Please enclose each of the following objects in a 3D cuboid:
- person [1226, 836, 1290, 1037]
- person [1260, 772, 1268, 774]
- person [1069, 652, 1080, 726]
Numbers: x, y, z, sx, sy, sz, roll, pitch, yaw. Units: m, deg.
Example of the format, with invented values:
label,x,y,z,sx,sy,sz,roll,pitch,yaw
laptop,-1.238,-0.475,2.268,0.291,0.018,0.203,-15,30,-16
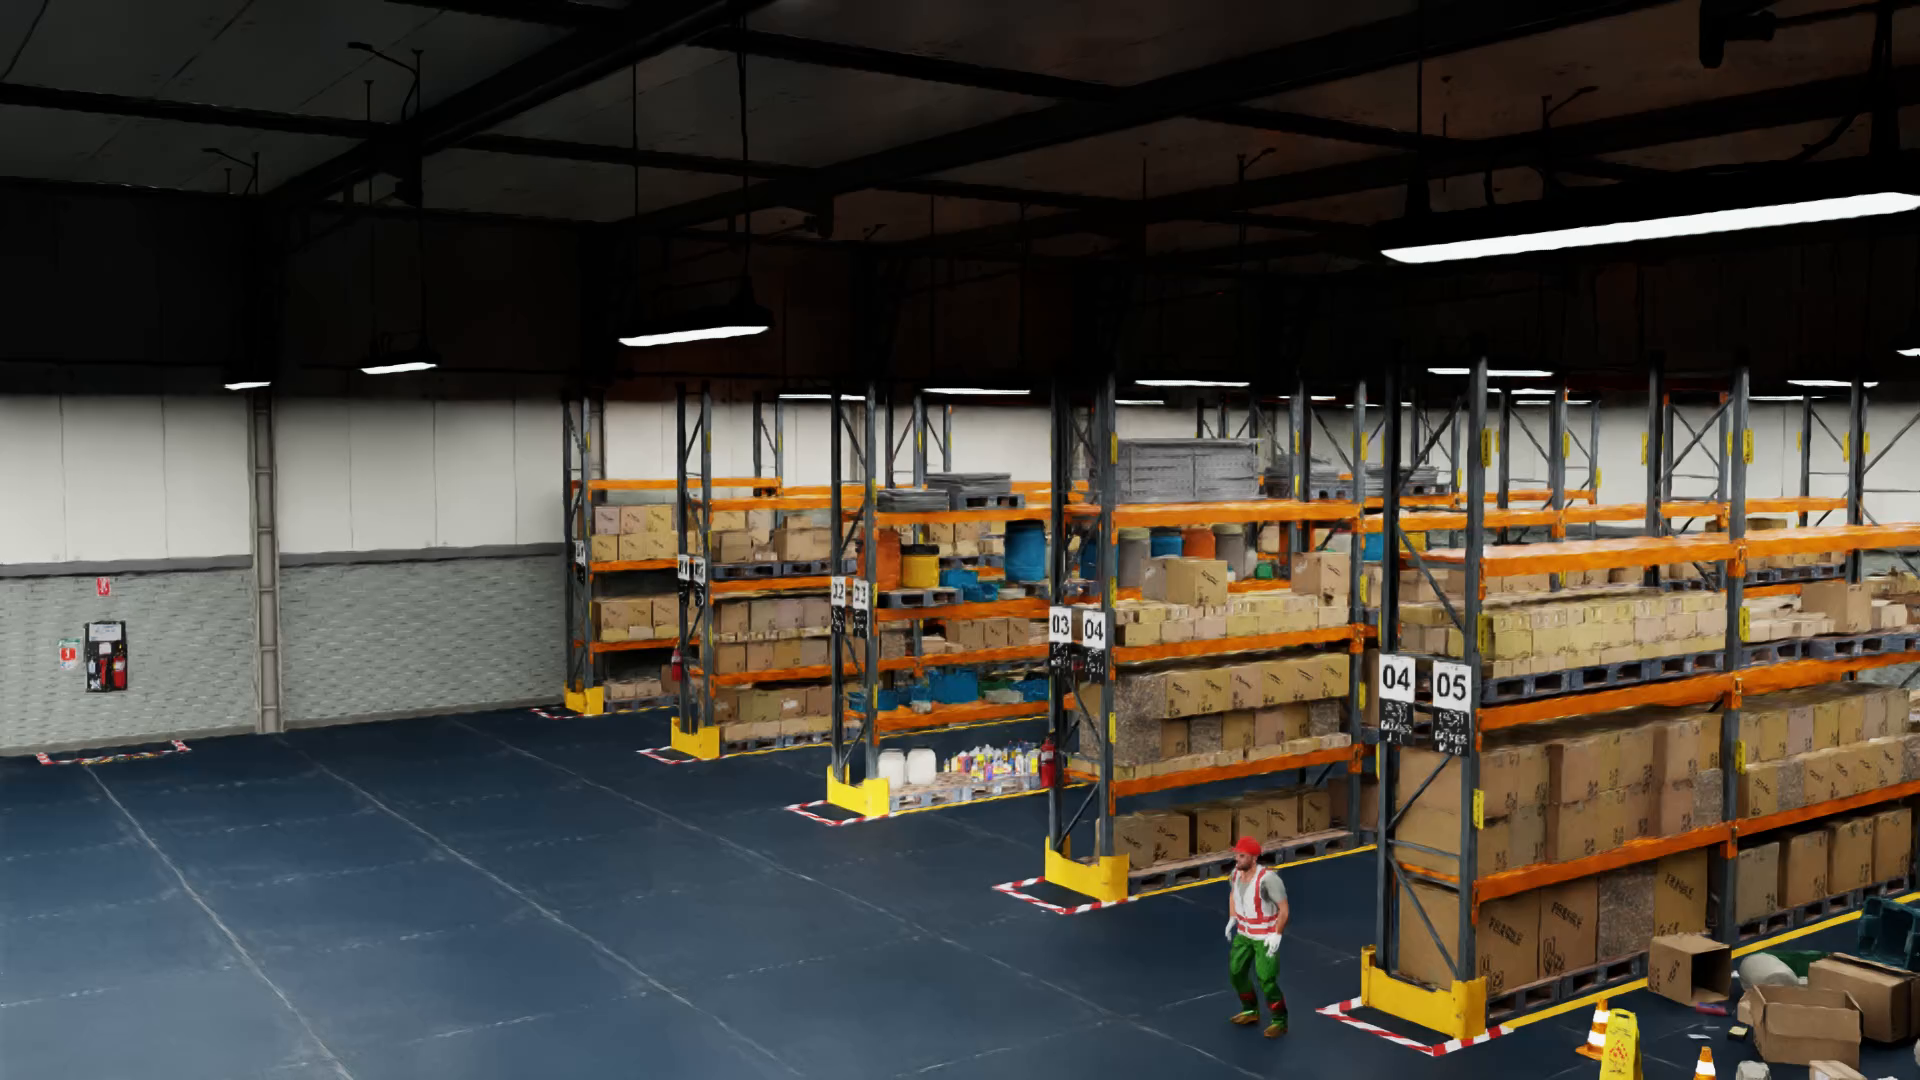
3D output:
label,x,y,z,sx,sy,sz,roll,pitch,yaw
person,2.534,3.385,14.270,0.552,1.742,0.677,-3,5,-36
person,4.785,2.771,25.303,1.032,1.500,0.419,-3,5,-37
person,1.943,2.447,29.047,0.454,1.679,0.537,2,4,30
